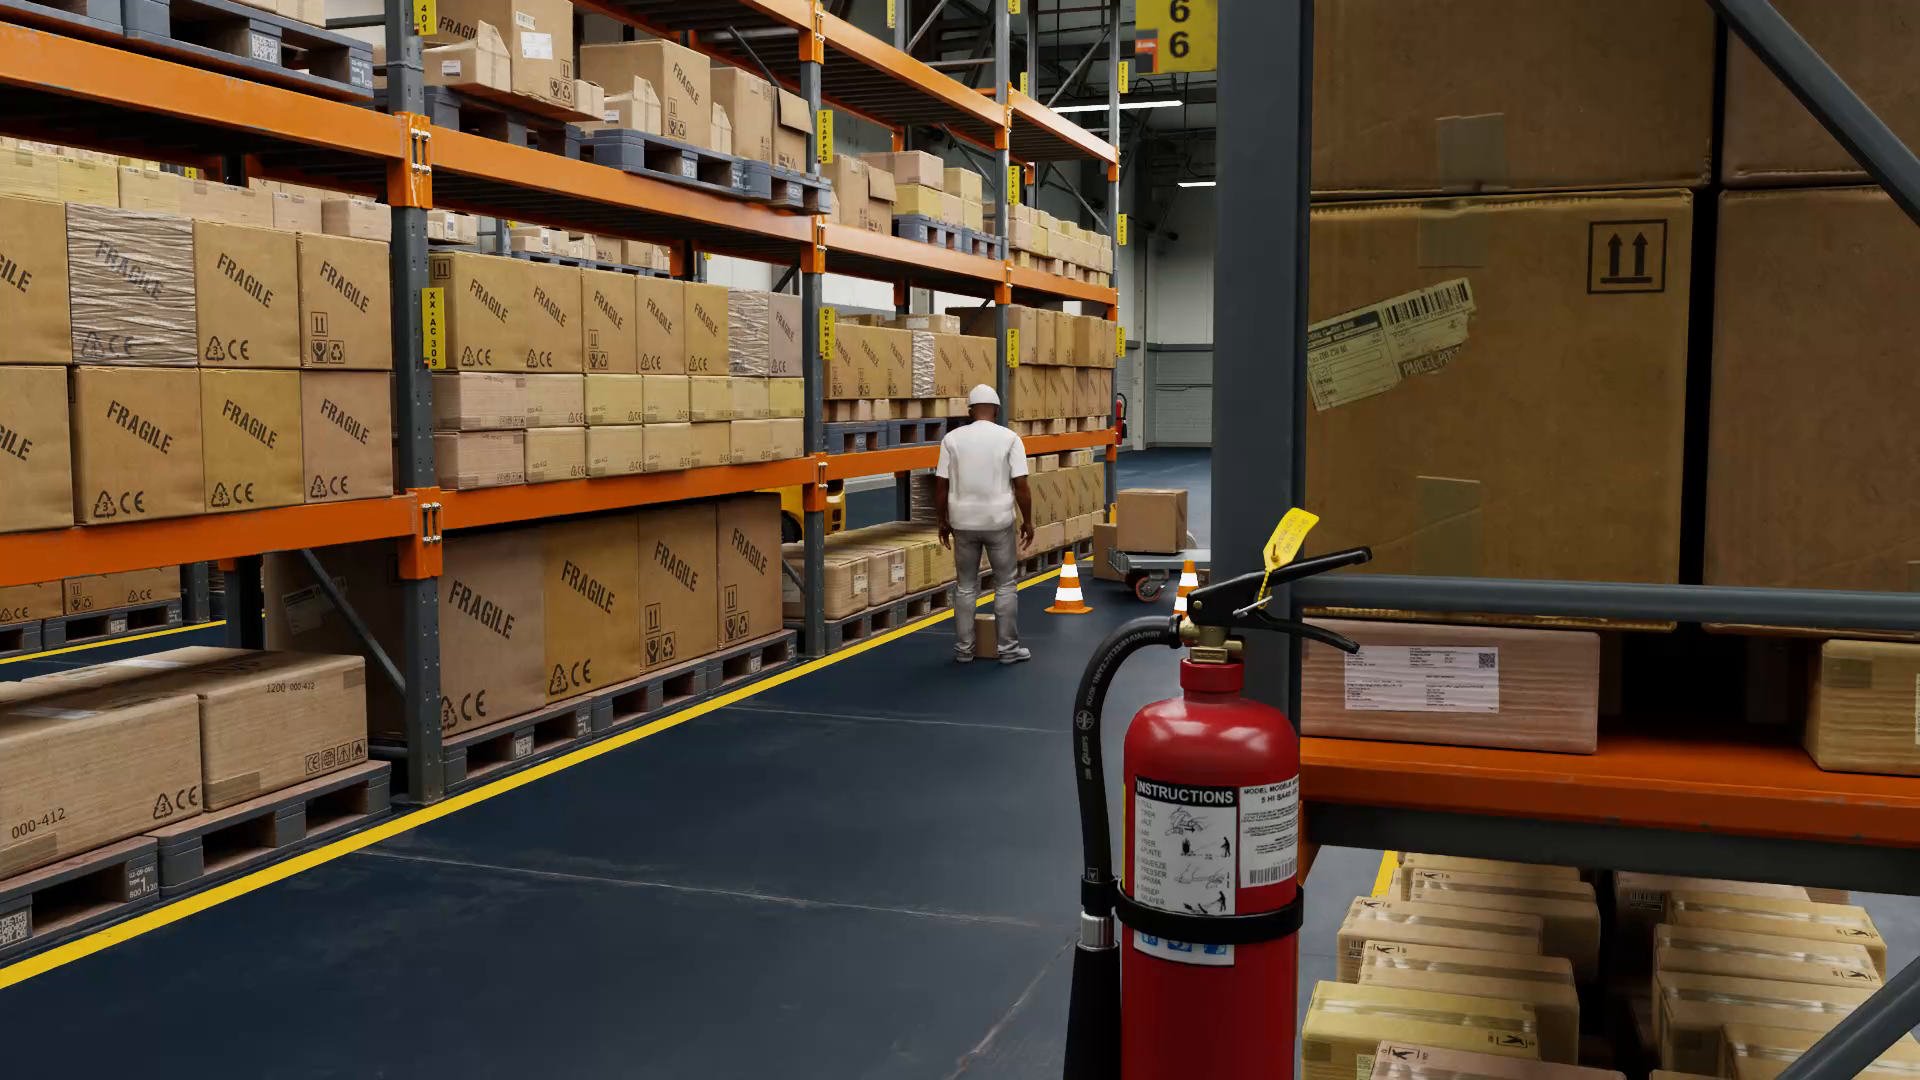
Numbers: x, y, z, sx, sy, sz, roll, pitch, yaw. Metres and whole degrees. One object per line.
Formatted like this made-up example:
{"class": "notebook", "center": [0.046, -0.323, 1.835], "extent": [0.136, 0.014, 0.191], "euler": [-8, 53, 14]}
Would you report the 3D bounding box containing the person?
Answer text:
{"class": "person", "center": [0.157, -0.103, 10.559], "extent": [0.626, 1.757, 0.458], "euler": [1, 5, 14]}
